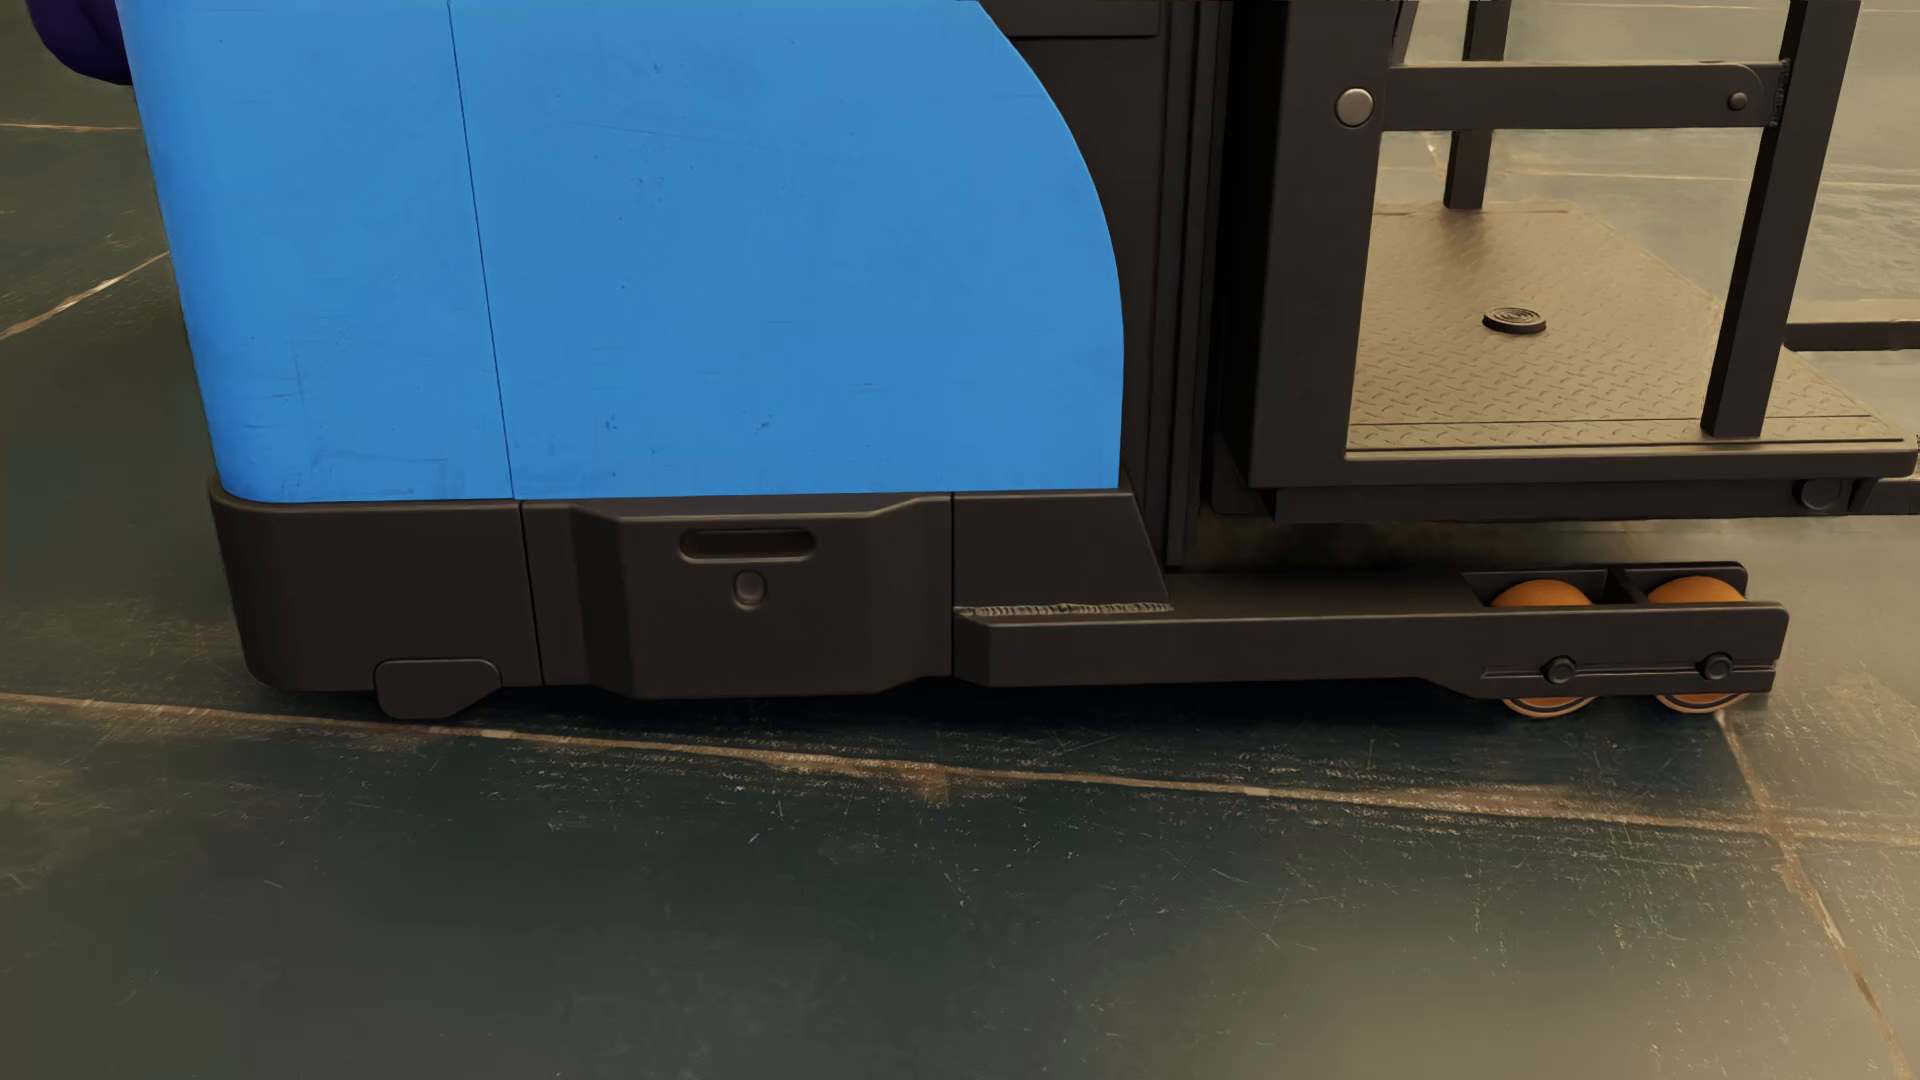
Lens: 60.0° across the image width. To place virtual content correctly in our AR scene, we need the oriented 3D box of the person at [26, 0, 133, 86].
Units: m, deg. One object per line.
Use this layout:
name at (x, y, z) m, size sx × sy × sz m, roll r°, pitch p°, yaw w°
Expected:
person at (-1.353, -1.061, 3.060) m, size 0.811 × 1.525 × 0.651 m, roll 11°, pitch 29°, yaw 21°

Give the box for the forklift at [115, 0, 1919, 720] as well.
forklift at (0.612, -1.329, 1.881) m, size 3.031 × 2.935 × 1.130 m, roll -1°, pitch 27°, yaw -2°
